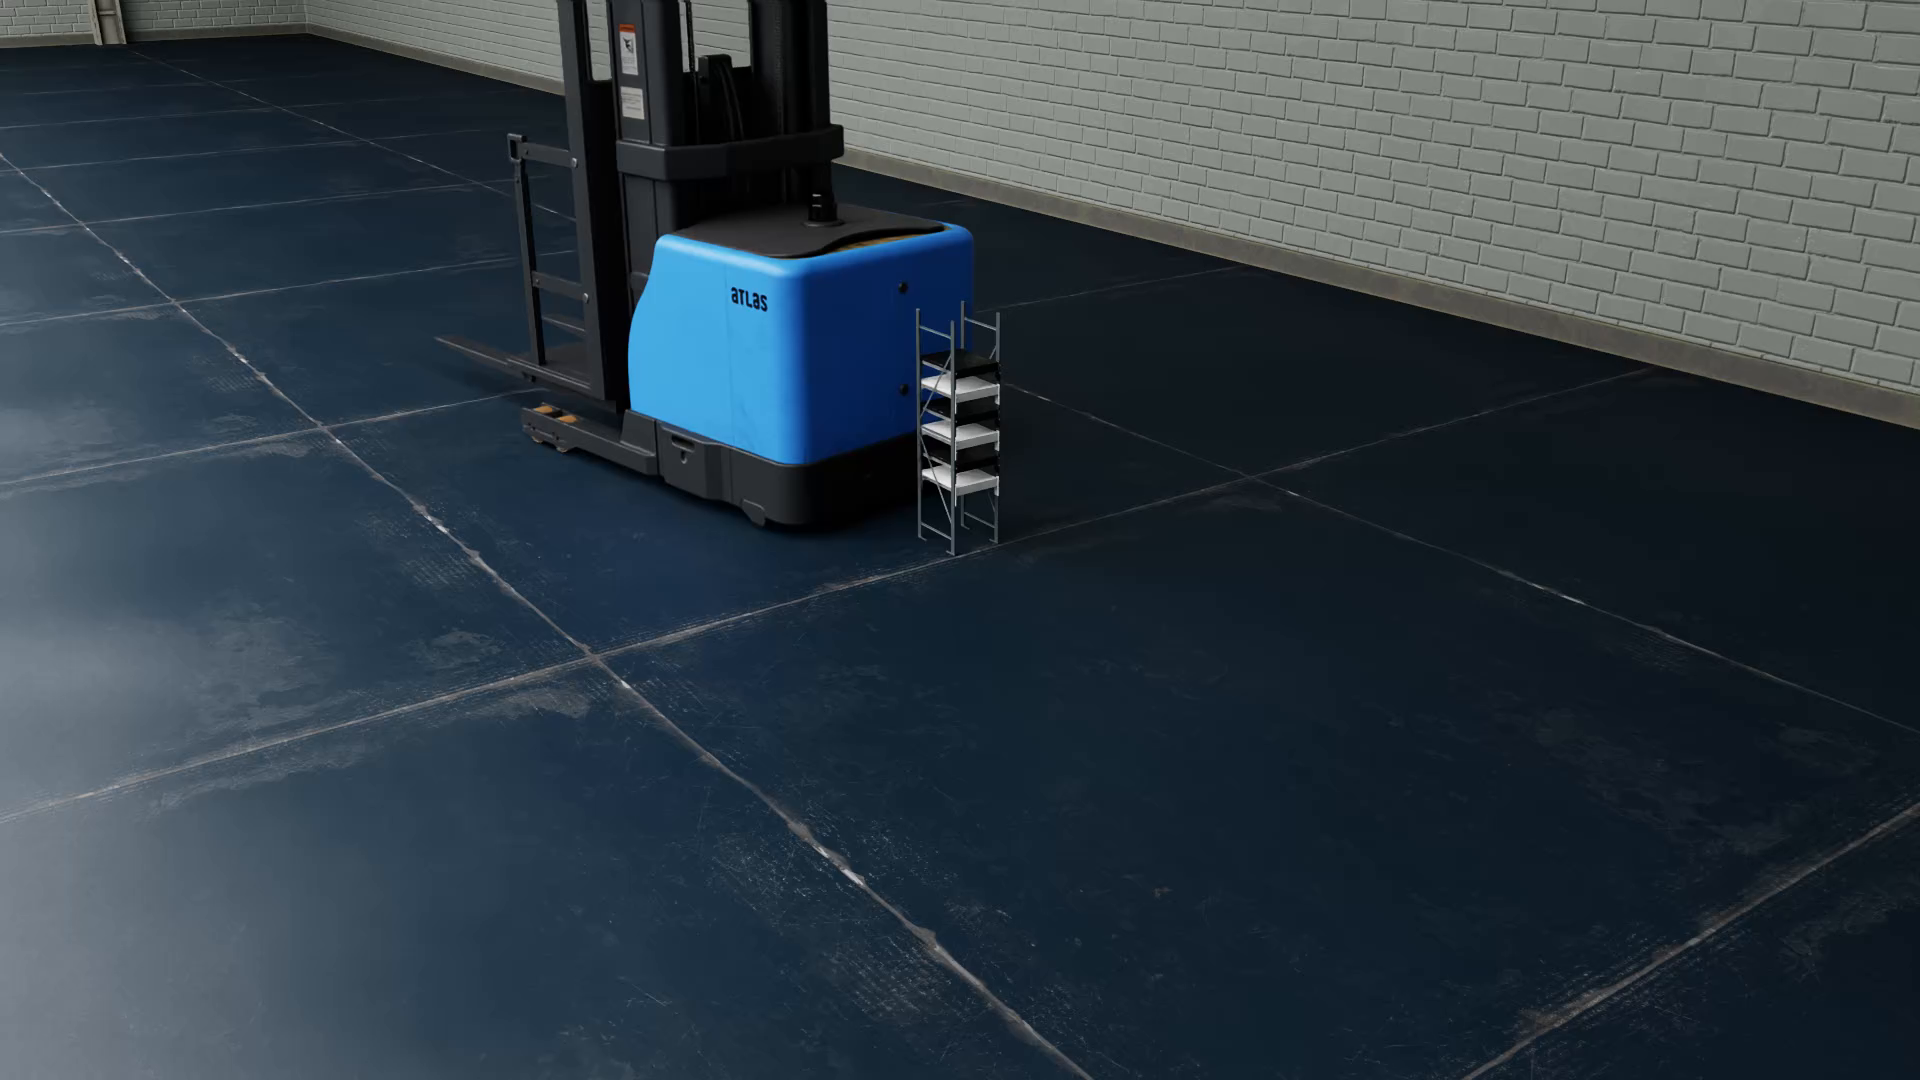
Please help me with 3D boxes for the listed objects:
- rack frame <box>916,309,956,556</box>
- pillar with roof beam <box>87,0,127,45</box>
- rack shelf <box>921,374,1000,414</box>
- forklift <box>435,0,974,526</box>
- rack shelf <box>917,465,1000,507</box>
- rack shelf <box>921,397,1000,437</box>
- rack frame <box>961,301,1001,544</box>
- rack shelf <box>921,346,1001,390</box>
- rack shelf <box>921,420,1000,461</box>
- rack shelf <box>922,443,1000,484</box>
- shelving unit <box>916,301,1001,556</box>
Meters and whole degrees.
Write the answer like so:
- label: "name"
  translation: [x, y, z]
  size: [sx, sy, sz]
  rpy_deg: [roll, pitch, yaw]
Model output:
- label: "rack frame"
  translation: [-0.089, -0.394, 6.170]
  size: [0.006, 0.900, 0.240]
  rpy_deg: [-15, 26, -33]
- label: "pillar with roof beam"
  translation: [-10.455, -10.467, 20.485]
  size: [0.400, 9.000, 9.100]
  rpy_deg: [-15, 26, -33]
- label: "rack shelf"
  translation: [-0.007, -0.552, 6.171]
  size: [0.200, 0.077, 0.258]
  rpy_deg: [-15, 26, -33]
- label: "forklift"
  translation: [-1.330, -1.867, 7.120]
  size: [3.031, 2.935, 1.130]
  rpy_deg: [20, 29, 41]
- label: "rack shelf"
  translation: [-0.007, -0.218, 6.304]
  size: [0.200, 0.077, 0.258]
  rpy_deg: [-15, 26, -33]
- label: "rack shelf"
  translation: [-0.007, -0.469, 6.204]
  size: [0.200, 0.077, 0.258]
  rpy_deg: [-15, 26, -33]
- label: "rack frame"
  translation: [0.076, -0.438, 6.280]
  size: [0.006, 0.900, 0.240]
  rpy_deg: [-15, 26, -33]
- label: "rack shelf"
  translation: [-0.007, -0.636, 6.137]
  size: [0.200, 0.077, 0.258]
  rpy_deg: [-15, 26, -33]
- label: "rack shelf"
  translation: [-0.007, -0.385, 6.238]
  size: [0.200, 0.077, 0.258]
  rpy_deg: [-15, 26, -33]
- label: "rack shelf"
  translation: [-0.007, -0.302, 6.271]
  size: [0.200, 0.077, 0.258]
  rpy_deg: [-15, 26, -33]
- label: "shelving unit"
  translation: [-0.007, -0.416, 6.225]
  size: [0.210, 0.900, 0.258]
  rpy_deg: [-15, 26, -33]
